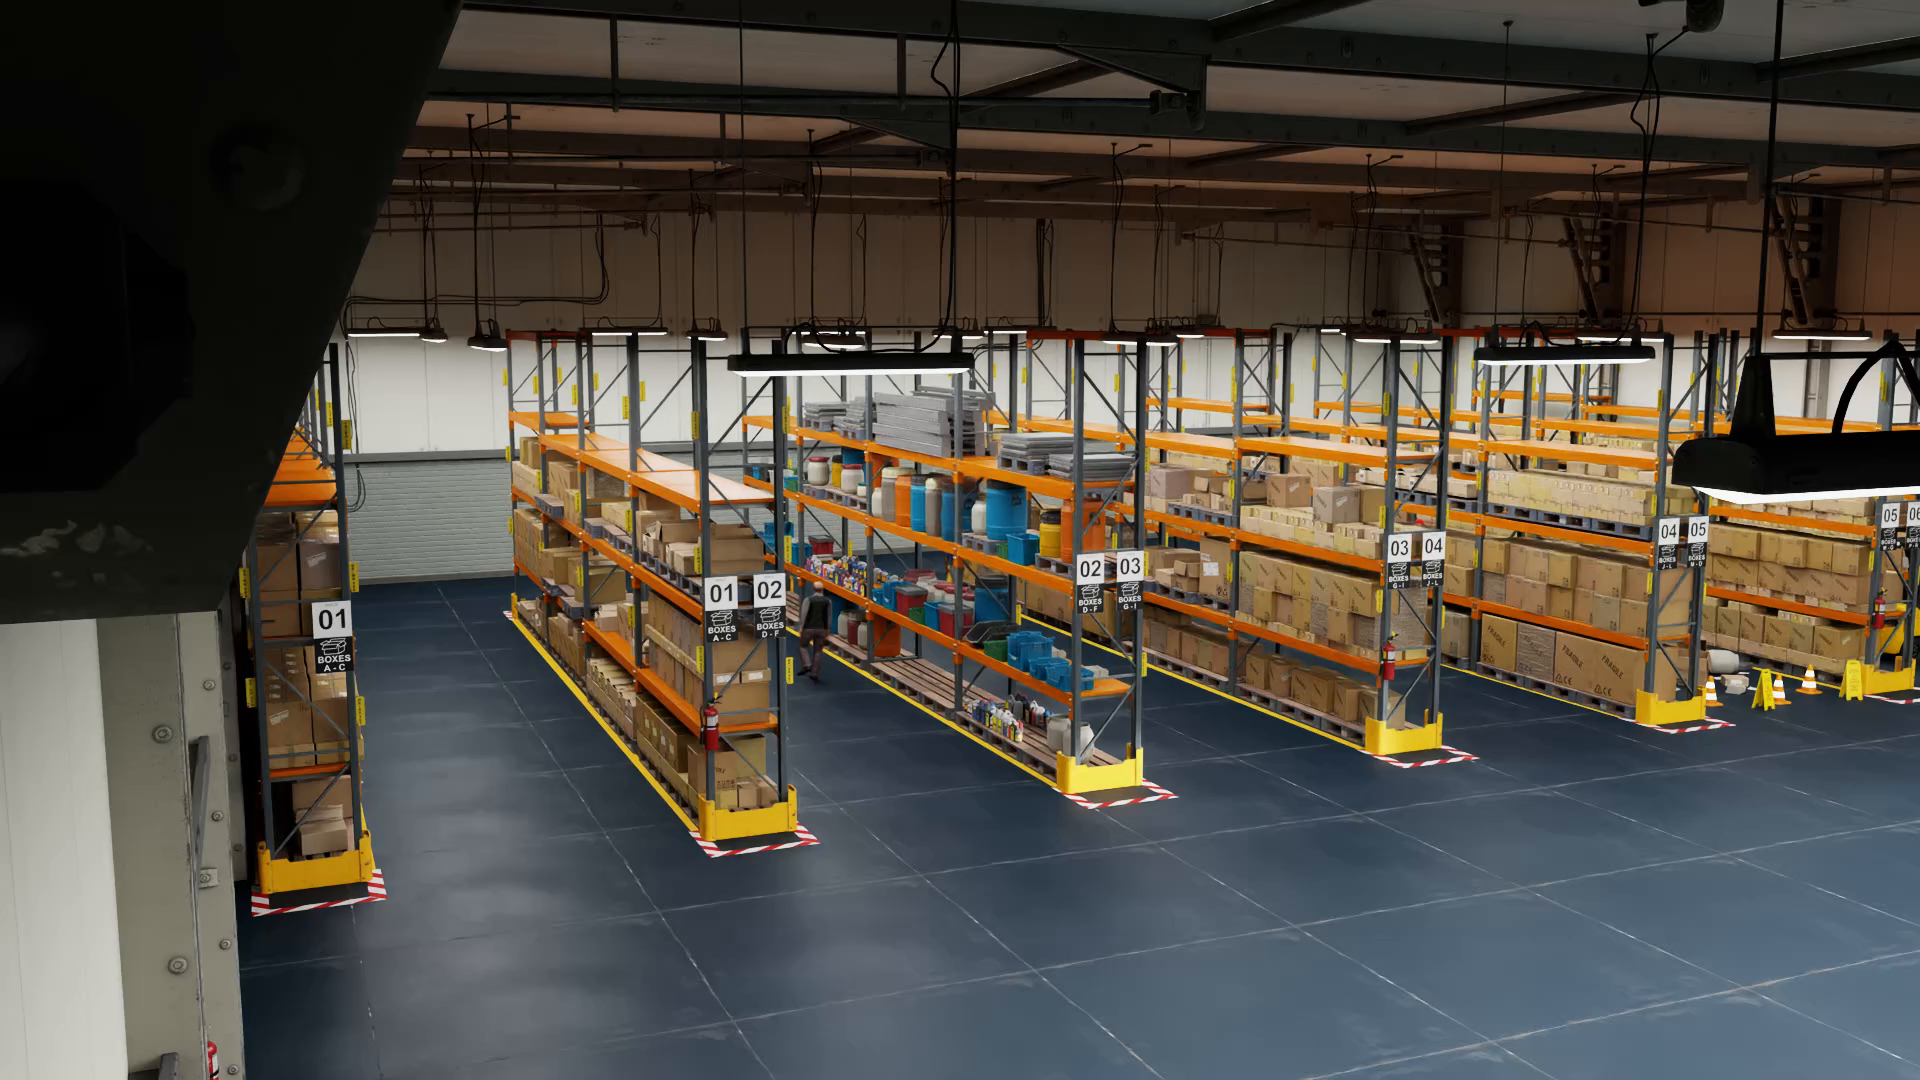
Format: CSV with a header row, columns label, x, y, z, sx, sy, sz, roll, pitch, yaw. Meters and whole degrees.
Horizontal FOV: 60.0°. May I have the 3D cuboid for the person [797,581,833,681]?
label,x,y,z,sx,sy,sz,roll,pitch,yaw
person,-2.522,1.568,28.773,0.640,1.720,0.464,-2,8,-14

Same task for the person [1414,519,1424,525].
label,x,y,z,sx,sy,sz,roll,pitch,yaw
person,10.194,0.427,36.873,0.436,1.778,0.547,5,9,35

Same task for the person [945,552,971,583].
label,x,y,z,sx,sy,sz,roll,pitch,yaw
person,-0.046,0.627,36.017,0.467,1.594,1.021,-3,8,-24
